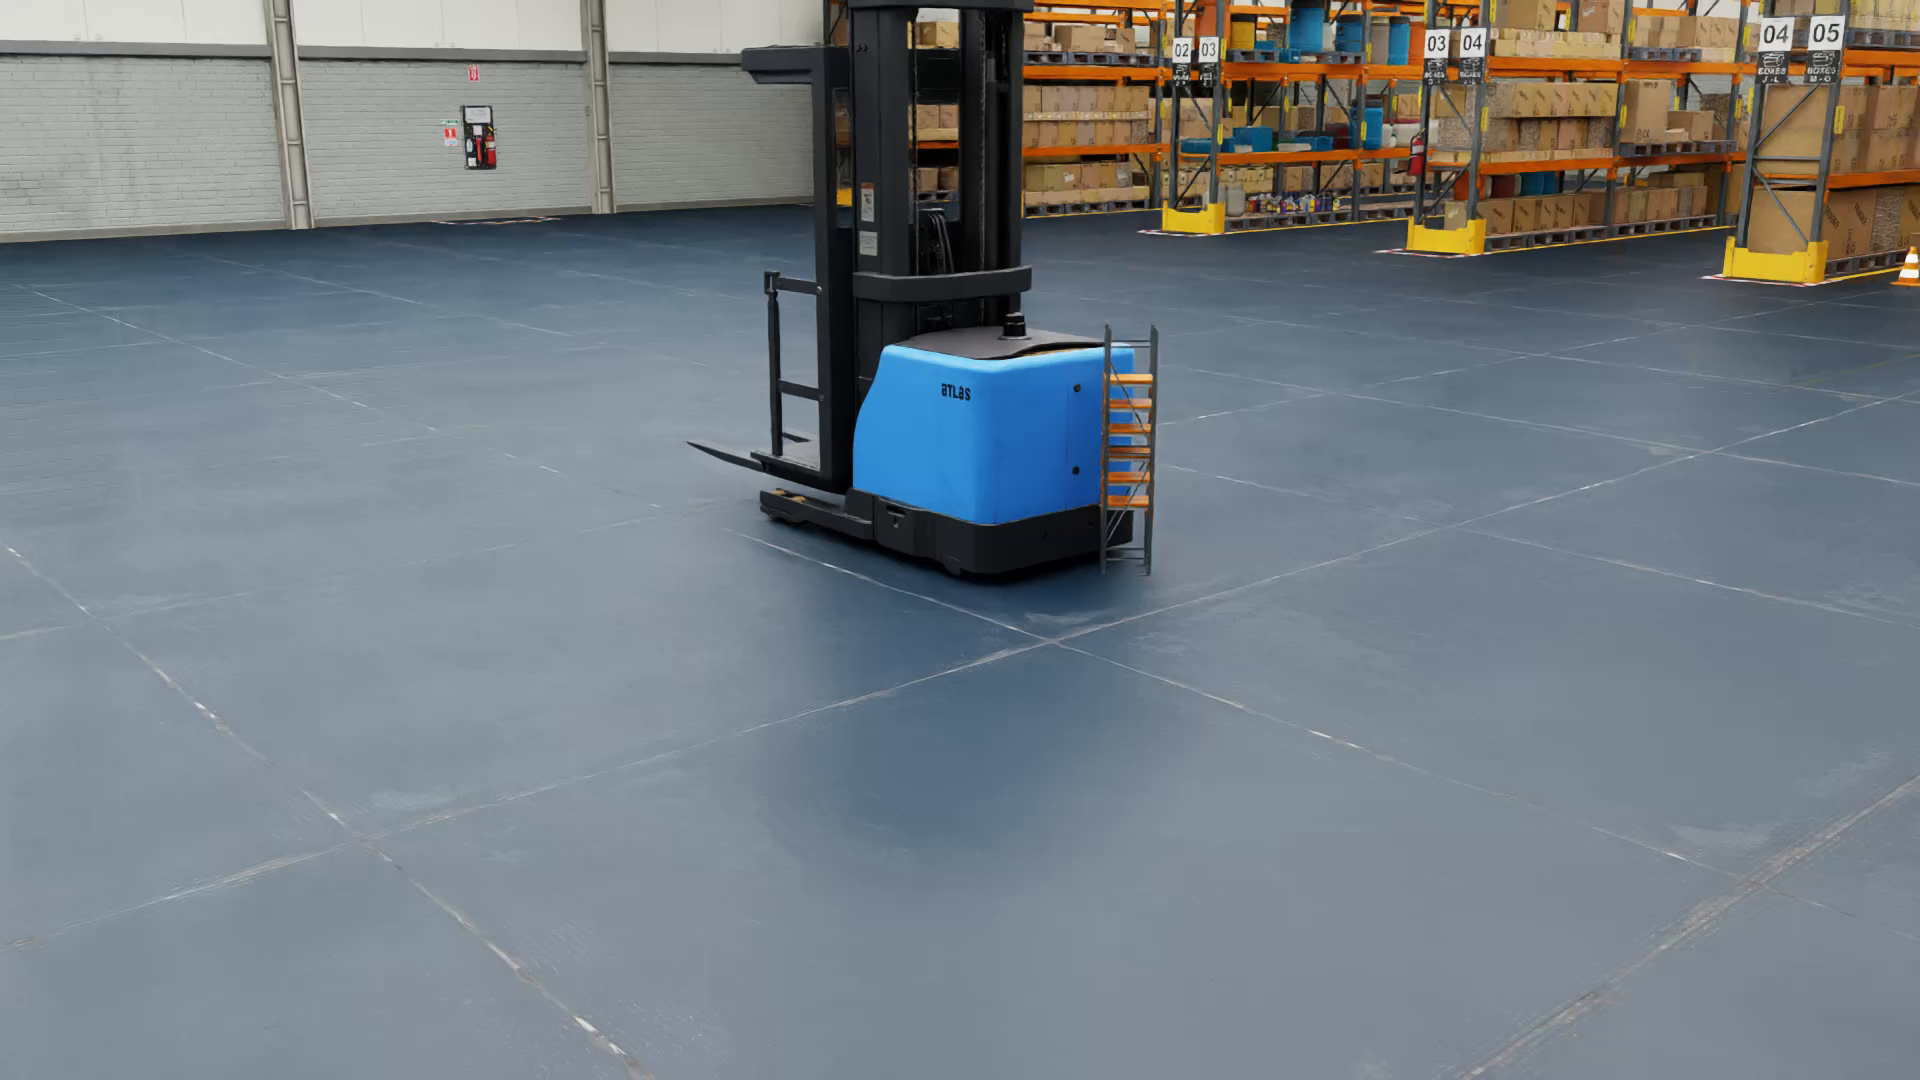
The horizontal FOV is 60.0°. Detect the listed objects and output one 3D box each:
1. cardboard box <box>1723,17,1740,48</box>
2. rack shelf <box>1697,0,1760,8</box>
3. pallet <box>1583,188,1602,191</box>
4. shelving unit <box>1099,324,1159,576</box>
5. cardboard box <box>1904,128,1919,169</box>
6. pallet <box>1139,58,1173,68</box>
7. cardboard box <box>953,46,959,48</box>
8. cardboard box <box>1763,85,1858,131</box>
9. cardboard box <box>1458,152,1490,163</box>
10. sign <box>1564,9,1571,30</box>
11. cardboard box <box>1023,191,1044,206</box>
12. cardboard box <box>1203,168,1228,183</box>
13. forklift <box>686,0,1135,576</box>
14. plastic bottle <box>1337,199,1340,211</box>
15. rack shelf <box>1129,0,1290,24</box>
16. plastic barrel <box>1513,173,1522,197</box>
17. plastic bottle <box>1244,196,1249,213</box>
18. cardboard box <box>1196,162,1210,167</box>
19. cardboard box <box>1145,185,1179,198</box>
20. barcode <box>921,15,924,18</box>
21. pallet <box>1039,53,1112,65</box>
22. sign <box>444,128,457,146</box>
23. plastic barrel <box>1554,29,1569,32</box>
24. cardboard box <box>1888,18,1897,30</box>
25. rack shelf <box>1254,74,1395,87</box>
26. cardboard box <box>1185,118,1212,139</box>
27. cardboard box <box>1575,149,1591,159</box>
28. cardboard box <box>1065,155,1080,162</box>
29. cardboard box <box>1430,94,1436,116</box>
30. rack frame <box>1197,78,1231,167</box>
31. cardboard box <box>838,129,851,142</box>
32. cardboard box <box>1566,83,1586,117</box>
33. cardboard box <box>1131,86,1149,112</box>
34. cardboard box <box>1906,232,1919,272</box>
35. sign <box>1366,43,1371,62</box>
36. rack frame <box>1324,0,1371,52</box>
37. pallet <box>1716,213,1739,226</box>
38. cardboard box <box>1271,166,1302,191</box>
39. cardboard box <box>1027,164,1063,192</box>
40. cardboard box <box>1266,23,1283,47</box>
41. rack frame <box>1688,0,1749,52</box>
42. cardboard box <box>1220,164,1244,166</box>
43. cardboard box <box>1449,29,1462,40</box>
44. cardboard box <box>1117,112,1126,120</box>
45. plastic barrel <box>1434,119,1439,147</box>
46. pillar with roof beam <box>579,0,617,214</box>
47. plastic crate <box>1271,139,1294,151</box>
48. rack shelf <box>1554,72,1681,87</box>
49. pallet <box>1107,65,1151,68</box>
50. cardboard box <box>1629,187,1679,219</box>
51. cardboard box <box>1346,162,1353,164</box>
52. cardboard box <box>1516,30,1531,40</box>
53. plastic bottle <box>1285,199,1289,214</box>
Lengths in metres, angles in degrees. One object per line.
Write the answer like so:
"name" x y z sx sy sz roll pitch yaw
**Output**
"cardboard box" 13.076 -8.750 28.720 0.500 0.500 0.500 -12 19 -38
"rack shelf" 14.781 -9.837 30.308 4.000 0.370 1.077 -13 19 -39
"pallet" 14.488 -7.775 37.449 1.213 0.211 1.003 -13 19 -39
"shelving unit" 0.811 -0.430 8.033 0.258 1.200 0.189 0 15 1
"cardboard box" 12.764 -5.390 22.827 0.550 0.550 0.875 -13 19 -39
"pallet" 4.411 -9.901 34.562 1.217 0.209 0.805 -14 20 -42
"cardboard box" -0.109 -10.646 36.749 0.500 0.500 0.500 14 20 42
"cardboard box" 10.722 -5.452 20.965 0.550 0.550 0.875 -13 19 -39
"cardboard box" 7.608 -5.666 24.636 0.250 0.149 0.380 -13 19 -39
"sign" 9.887 -8.460 27.031 0.005 0.325 0.100 -13 19 -39
"cardboard box" 1.287 -6.636 32.297 0.500 0.250 0.500 -13 19 -39
"cardboard box" 5.389 -7.820 35.640 0.500 0.311 0.500 -12 19 -38
"forklift" -0.448 -1.560 8.911 1.130 2.935 3.031 -12 19 -38
"plastic bottle" 6.934 -6.166 30.590 0.097 0.201 0.097 0 15 0
"rack shelf" 5.263 -11.088 34.994 4.000 0.370 1.077 -13 19 -39
"plastic barrel" 11.598 -7.496 35.009 0.421 0.512 0.421 0 15 0
"plastic bottle" 5.159 -6.070 30.071 0.133 0.283 0.061 -12 19 -38
"cardboard box" 6.130 -9.740 42.753 0.750 0.750 0.750 -12 19 -39
"cardboard box" 4.221 -7.287 34.731 0.500 0.250 0.500 -13 20 -41
"barcode" -0.831 -11.571 36.763 0.075 0.075 0.001 -13 19 -39
"pallet" 2.208 -9.443 32.650 1.213 0.211 1.003 -13 19 -39
"sign" -9.458 -7.481 30.876 0.234 0.329 0.001 -13 19 -39
"plastic barrel" 12.483 -10.331 34.624 0.600 0.588 0.600 0 15 0
"cardboard box" 11.647 -6.548 21.120 0.250 0.149 0.380 -13 19 -39
"rack shelf" 8.281 -10.510 37.866 4.000 0.370 1.077 -13 19 -39
"cardboard box" 5.120 -8.741 35.469 0.500 0.500 0.500 -13 19 -39
"cardboard box" 9.747 -6.113 26.309 0.250 0.149 0.380 -13 19 -39
"cardboard box" 2.537 -9.184 39.859 0.500 0.250 0.500 -12 19 -38
"cardboard box" 11.107 -10.478 40.034 0.500 0.500 0.500 -13 20 -41
"rack frame" 6.535 -10.711 43.037 0.127 3.000 1.000 -13 19 -39
"cardboard box" -2.292 -8.732 35.881 0.500 0.250 0.500 -12 19 -39
"cardboard box" 9.341 -6.839 25.832 0.500 0.500 0.500 -13 19 -39
"cardboard box" 3.424 -8.991 33.889 0.500 0.500 0.700 -13 19 -39
"cardboard box" 12.937 -3.811 22.044 0.500 0.500 0.500 -9 17 -30
"sign" 7.356 -8.772 29.947 0.005 0.325 0.100 -13 19 -39
"rack frame" 7.003 -10.326 29.969 0.127 3.000 1.000 -13 19 -39
"pallet" 13.916 -5.912 30.475 1.213 0.211 1.003 -13 19 -39
"cardboard box" 7.303 -8.096 37.238 0.500 0.500 0.500 -12 19 -37
"cardboard box" 1.663 -7.084 32.519 0.500 0.500 0.500 -13 19 -39
"cardboard box" 7.105 -11.123 36.635 0.500 0.500 0.500 -13 19 -39
"rack frame" 13.272 -10.039 28.896 0.127 3.000 1.000 -13 19 -39
"cardboard box" 7.166 -9.813 43.705 0.500 0.500 0.700 -12 19 -39
"cardboard box" 7.241 -7.462 24.580 0.250 0.149 0.380 -13 19 -39
"cardboard box" 3.109 -8.535 33.440 0.250 0.149 0.380 -13 20 -39
"plastic barrel" 9.385 -7.943 32.457 0.421 0.512 0.421 0 15 0
"pillar with roof beam" -4.258 -10.009 28.784 0.400 9.000 9.100 -13 19 -39
"plastic crate" 5.794 -7.150 30.115 0.662 0.188 0.450 -13 19 -39
"rack shelf" 14.547 -10.223 36.791 4.000 0.370 1.077 -13 19 -39
"pallet" 3.968 -11.511 40.584 1.003 0.211 1.213 -12 19 -37
"cardboard box" 11.946 -5.834 28.770 0.500 0.500 0.700 -11 18 -35
"cardboard box" 9.265 -8.718 39.566 0.500 0.500 0.500 -14 20 -42
"cardboard box" 8.217 -7.480 24.648 0.250 0.149 0.380 -12 19 -37
"plastic bottle" 5.816 -5.948 29.641 0.097 0.271 0.097 0 15 0
